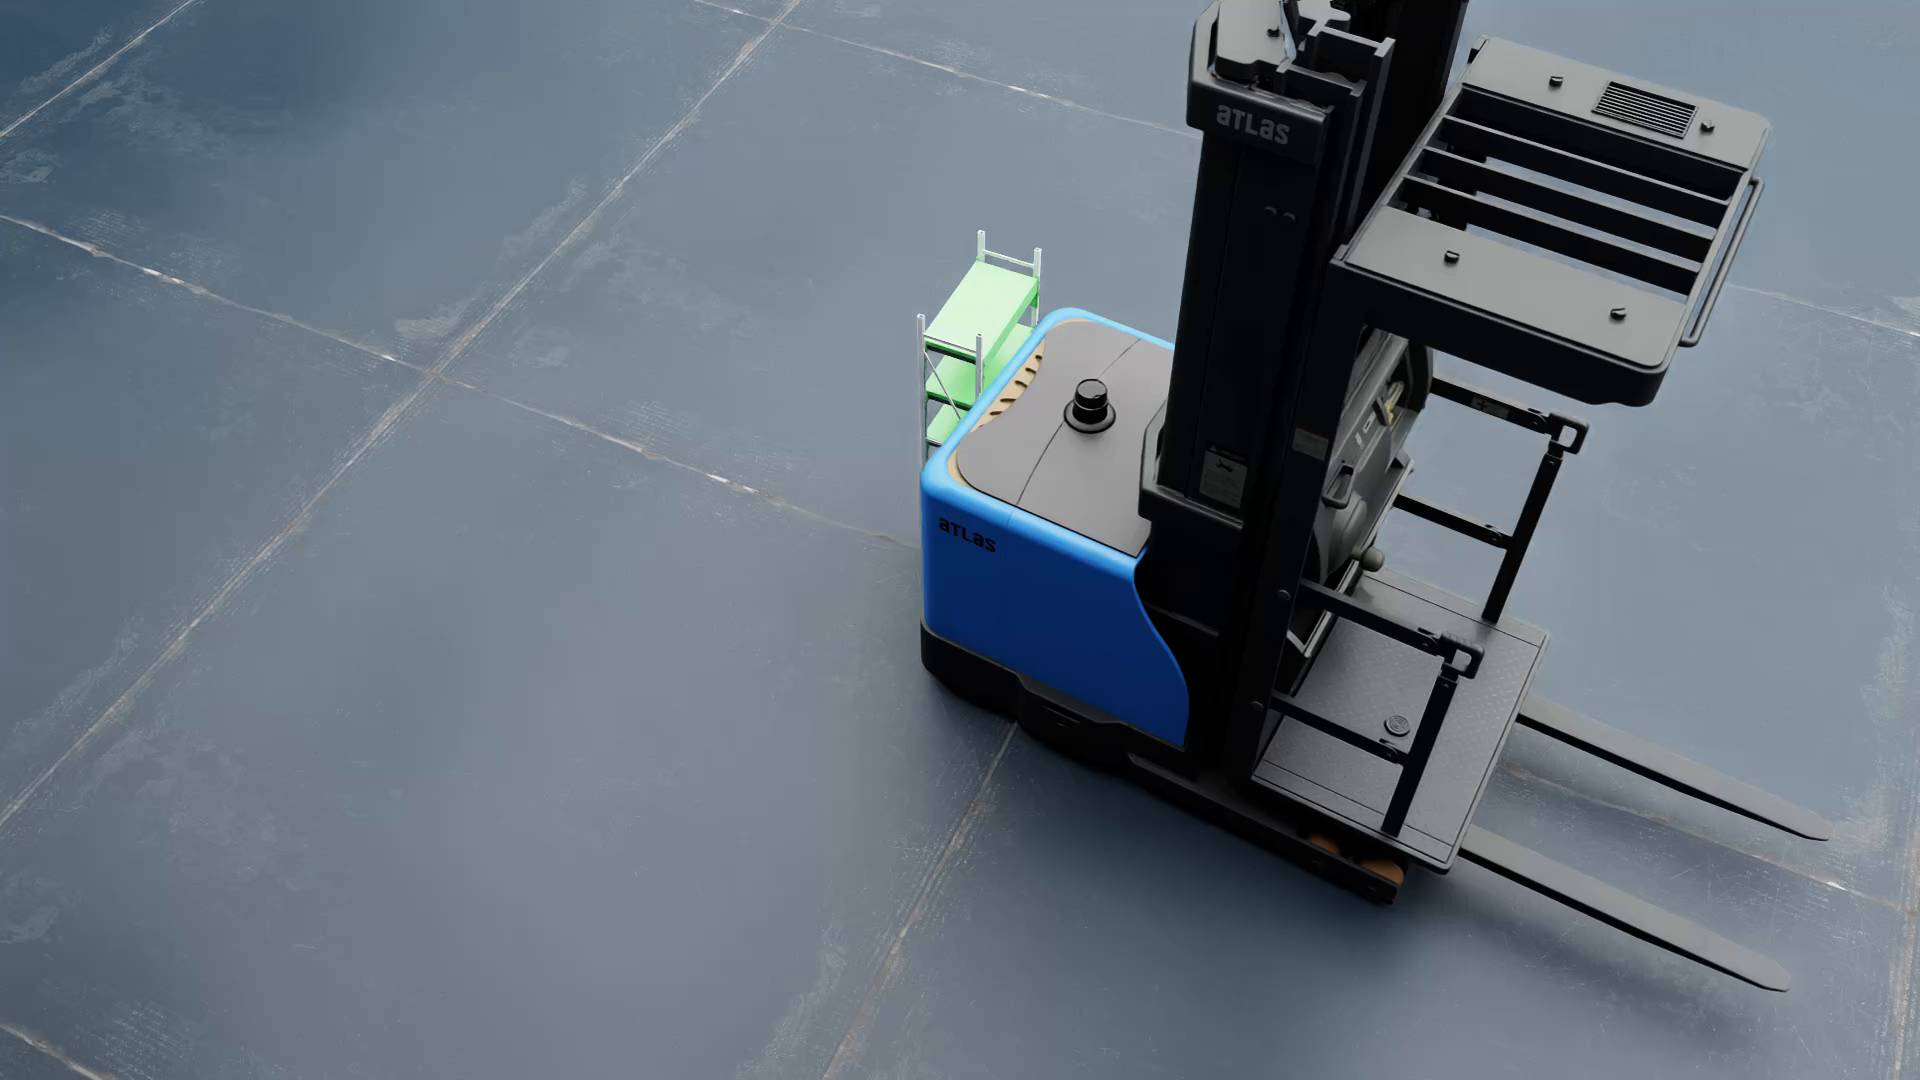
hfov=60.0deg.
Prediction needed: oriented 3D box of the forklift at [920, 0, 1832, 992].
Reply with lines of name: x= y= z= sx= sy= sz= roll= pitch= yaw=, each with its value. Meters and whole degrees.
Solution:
forklift: x=1.392 y=-0.218 z=4.826 sx=3.031 sy=2.935 sz=1.130 roll=24 pitch=54 yaw=19

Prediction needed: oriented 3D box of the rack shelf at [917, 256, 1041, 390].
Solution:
rack shelf: x=0.071 y=-0.772 z=5.888 sx=0.258 sy=0.148 sz=0.480 roll=20 pitch=52 yaw=16

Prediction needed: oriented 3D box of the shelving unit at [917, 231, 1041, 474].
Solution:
shelving unit: x=0.071 y=-0.503 z=6.205 sx=0.258 sy=1.200 sz=0.503 roll=20 pitch=52 yaw=16

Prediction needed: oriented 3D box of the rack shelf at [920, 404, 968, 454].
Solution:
rack shelf: x=0.071 y=-0.461 z=6.254 sx=0.258 sy=0.148 sz=0.480 roll=20 pitch=52 yaw=16

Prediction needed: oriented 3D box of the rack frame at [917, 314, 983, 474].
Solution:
rack frame: x=-0.034 y=-0.335 z=6.062 sx=0.240 sy=1.200 sz=0.015 roll=20 pitch=52 yaw=16

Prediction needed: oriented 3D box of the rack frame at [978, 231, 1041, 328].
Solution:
rack frame: x=0.175 y=-0.671 z=6.348 sx=0.240 sy=1.200 sz=0.015 roll=20 pitch=52 yaw=16

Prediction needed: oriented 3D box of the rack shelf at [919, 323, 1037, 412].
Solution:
rack shelf: x=0.071 y=-0.617 z=6.071 sx=0.258 sy=0.148 sz=0.480 roll=20 pitch=52 yaw=16
